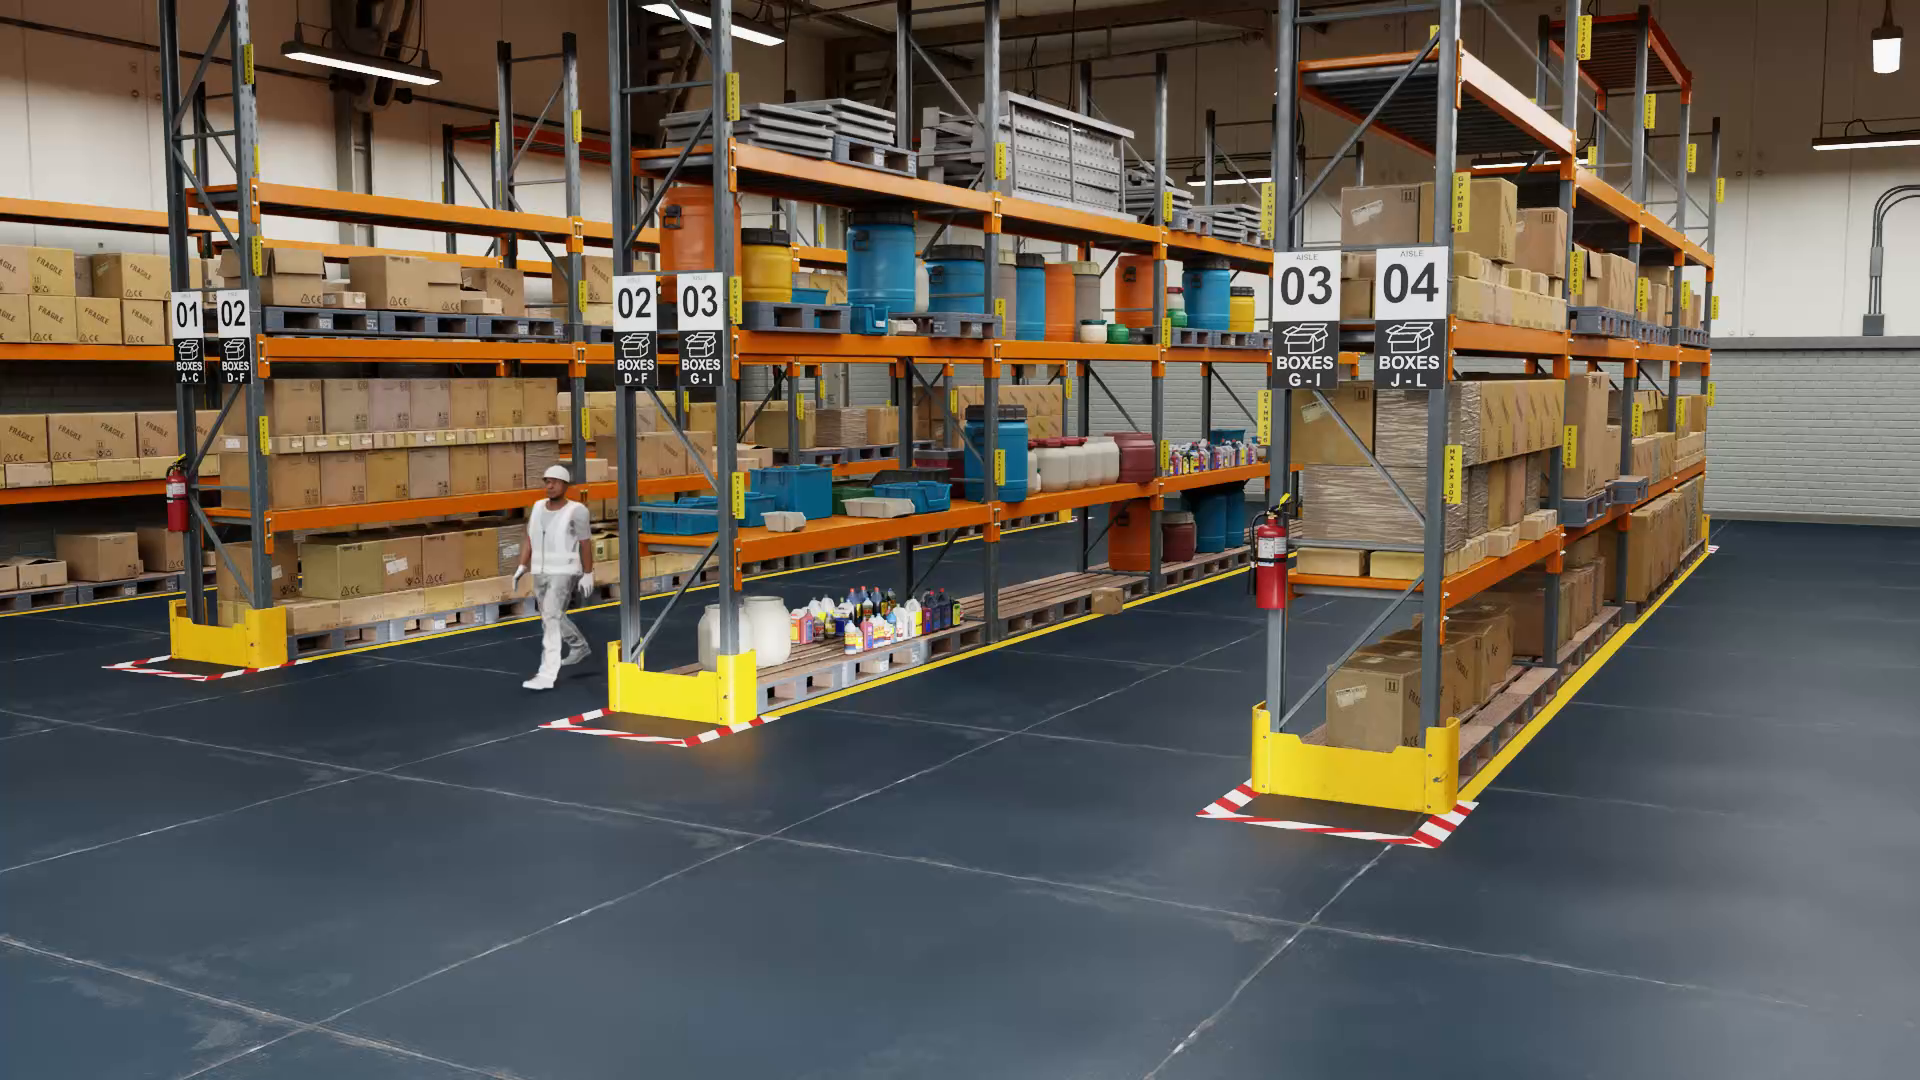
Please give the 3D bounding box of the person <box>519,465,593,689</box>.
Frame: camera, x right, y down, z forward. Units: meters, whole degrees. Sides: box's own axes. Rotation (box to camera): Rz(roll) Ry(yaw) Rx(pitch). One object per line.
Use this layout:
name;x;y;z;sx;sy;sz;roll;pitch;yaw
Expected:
person;-3.231;0.274;13.368;0.558;1.758;0.993;3;6;27
